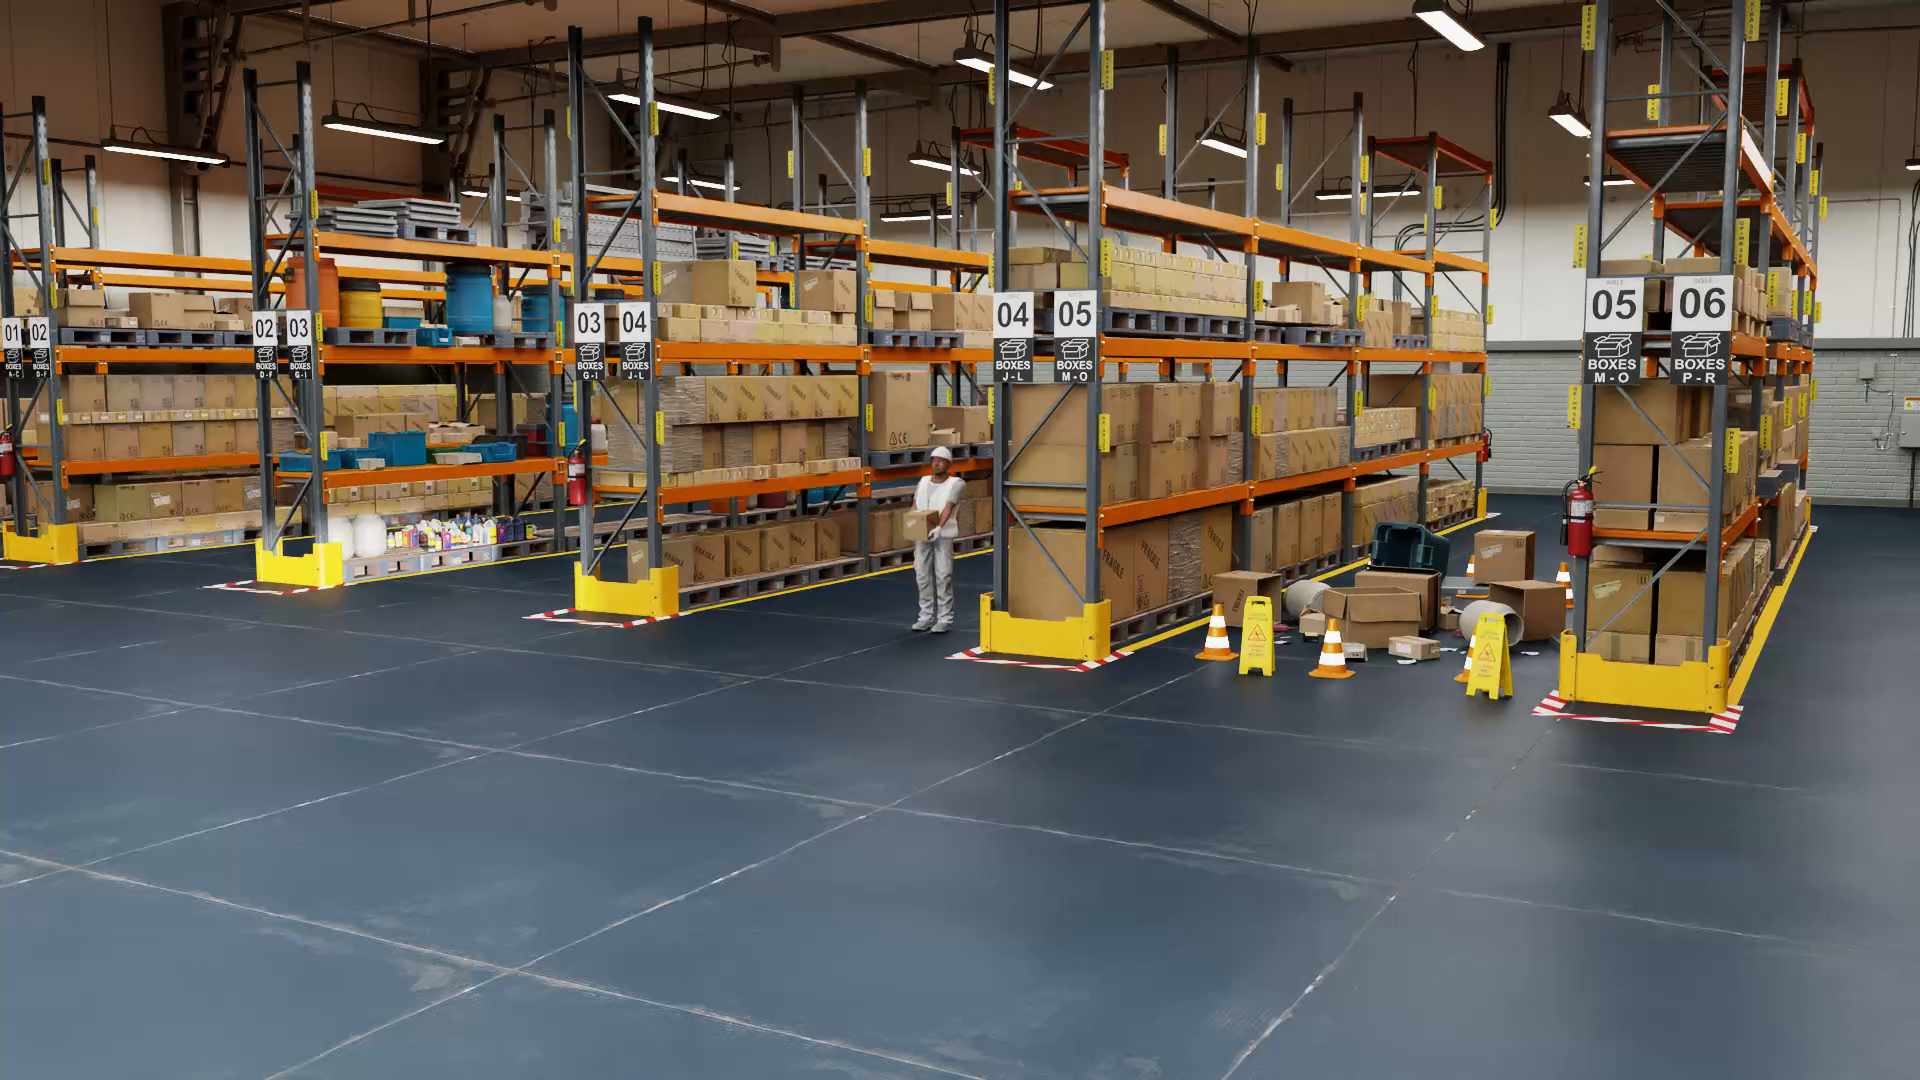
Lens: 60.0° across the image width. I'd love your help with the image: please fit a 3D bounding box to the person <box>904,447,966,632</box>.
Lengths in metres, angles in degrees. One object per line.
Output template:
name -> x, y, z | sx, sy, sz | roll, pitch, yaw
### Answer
person -> -0.263, -0.001, 16.016 | 0.487, 1.778, 0.575 | 3, 7, 29
